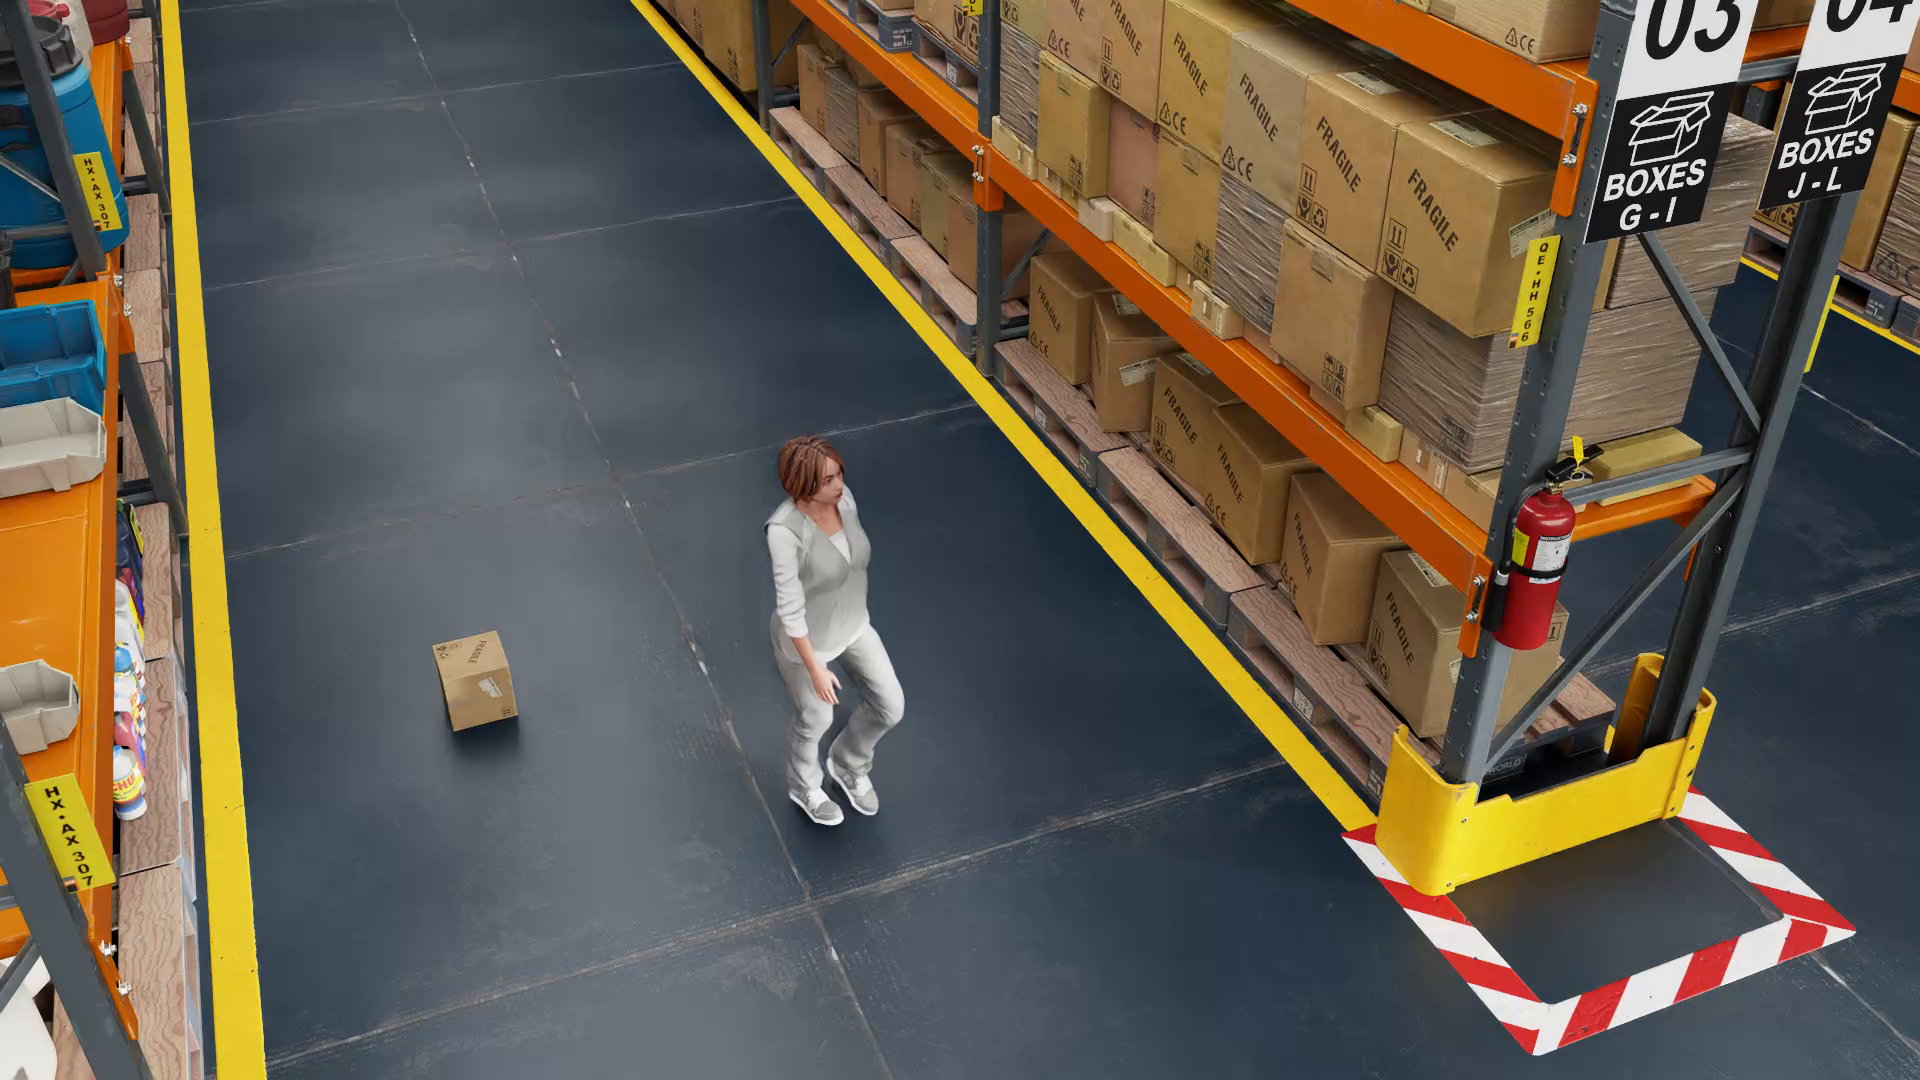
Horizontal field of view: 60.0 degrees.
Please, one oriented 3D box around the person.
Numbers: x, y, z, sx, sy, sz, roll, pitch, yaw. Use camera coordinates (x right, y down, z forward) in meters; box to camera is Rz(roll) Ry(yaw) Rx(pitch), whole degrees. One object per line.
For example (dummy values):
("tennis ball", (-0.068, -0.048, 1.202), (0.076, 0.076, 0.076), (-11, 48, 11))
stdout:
("person", (-0.454, 0.347, 5.614), (0.449, 1.622, 0.422), (25, 41, 32))
